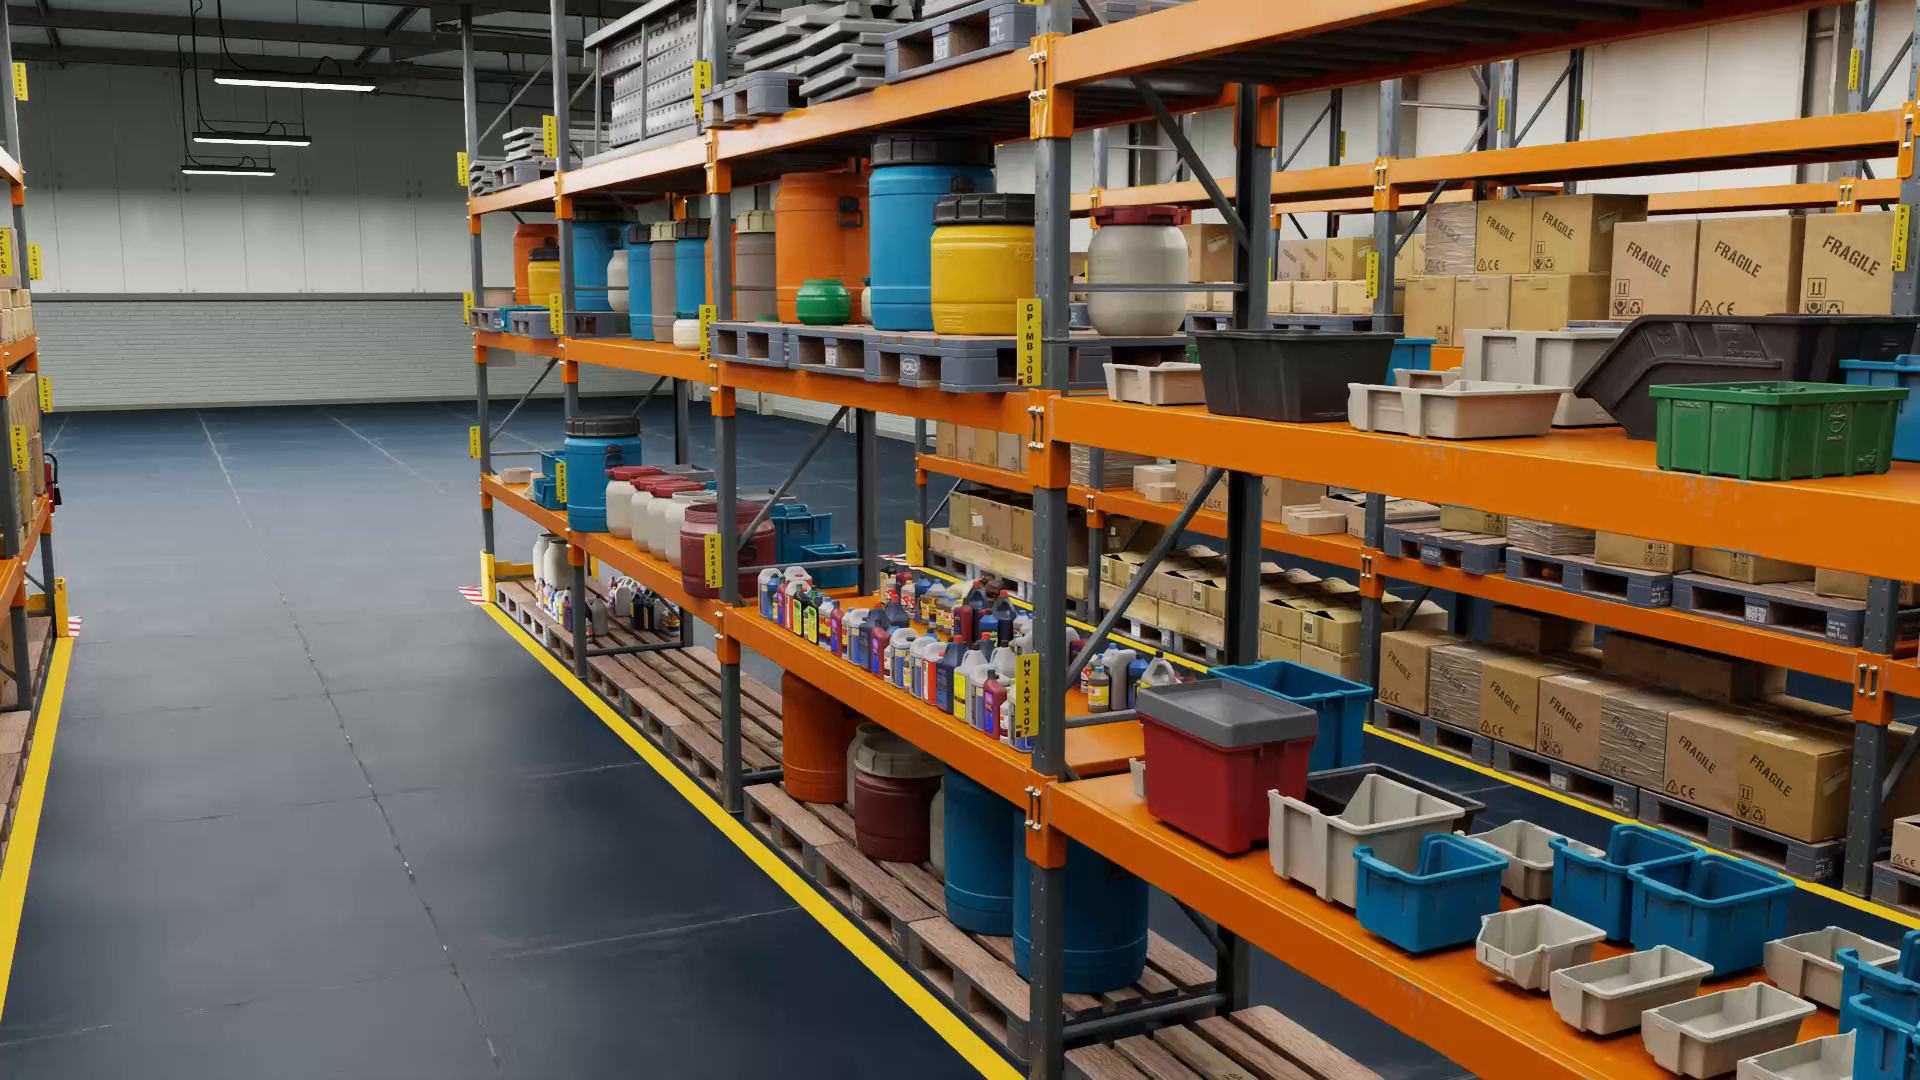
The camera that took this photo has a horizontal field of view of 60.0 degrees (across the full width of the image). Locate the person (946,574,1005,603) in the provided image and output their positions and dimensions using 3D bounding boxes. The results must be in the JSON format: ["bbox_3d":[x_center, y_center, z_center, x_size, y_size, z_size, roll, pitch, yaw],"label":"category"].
[{"bbox_3d":[0.129,0.690,14.683,0.465,0.804,0.835,-4,10,-27],"label":"person"}]
